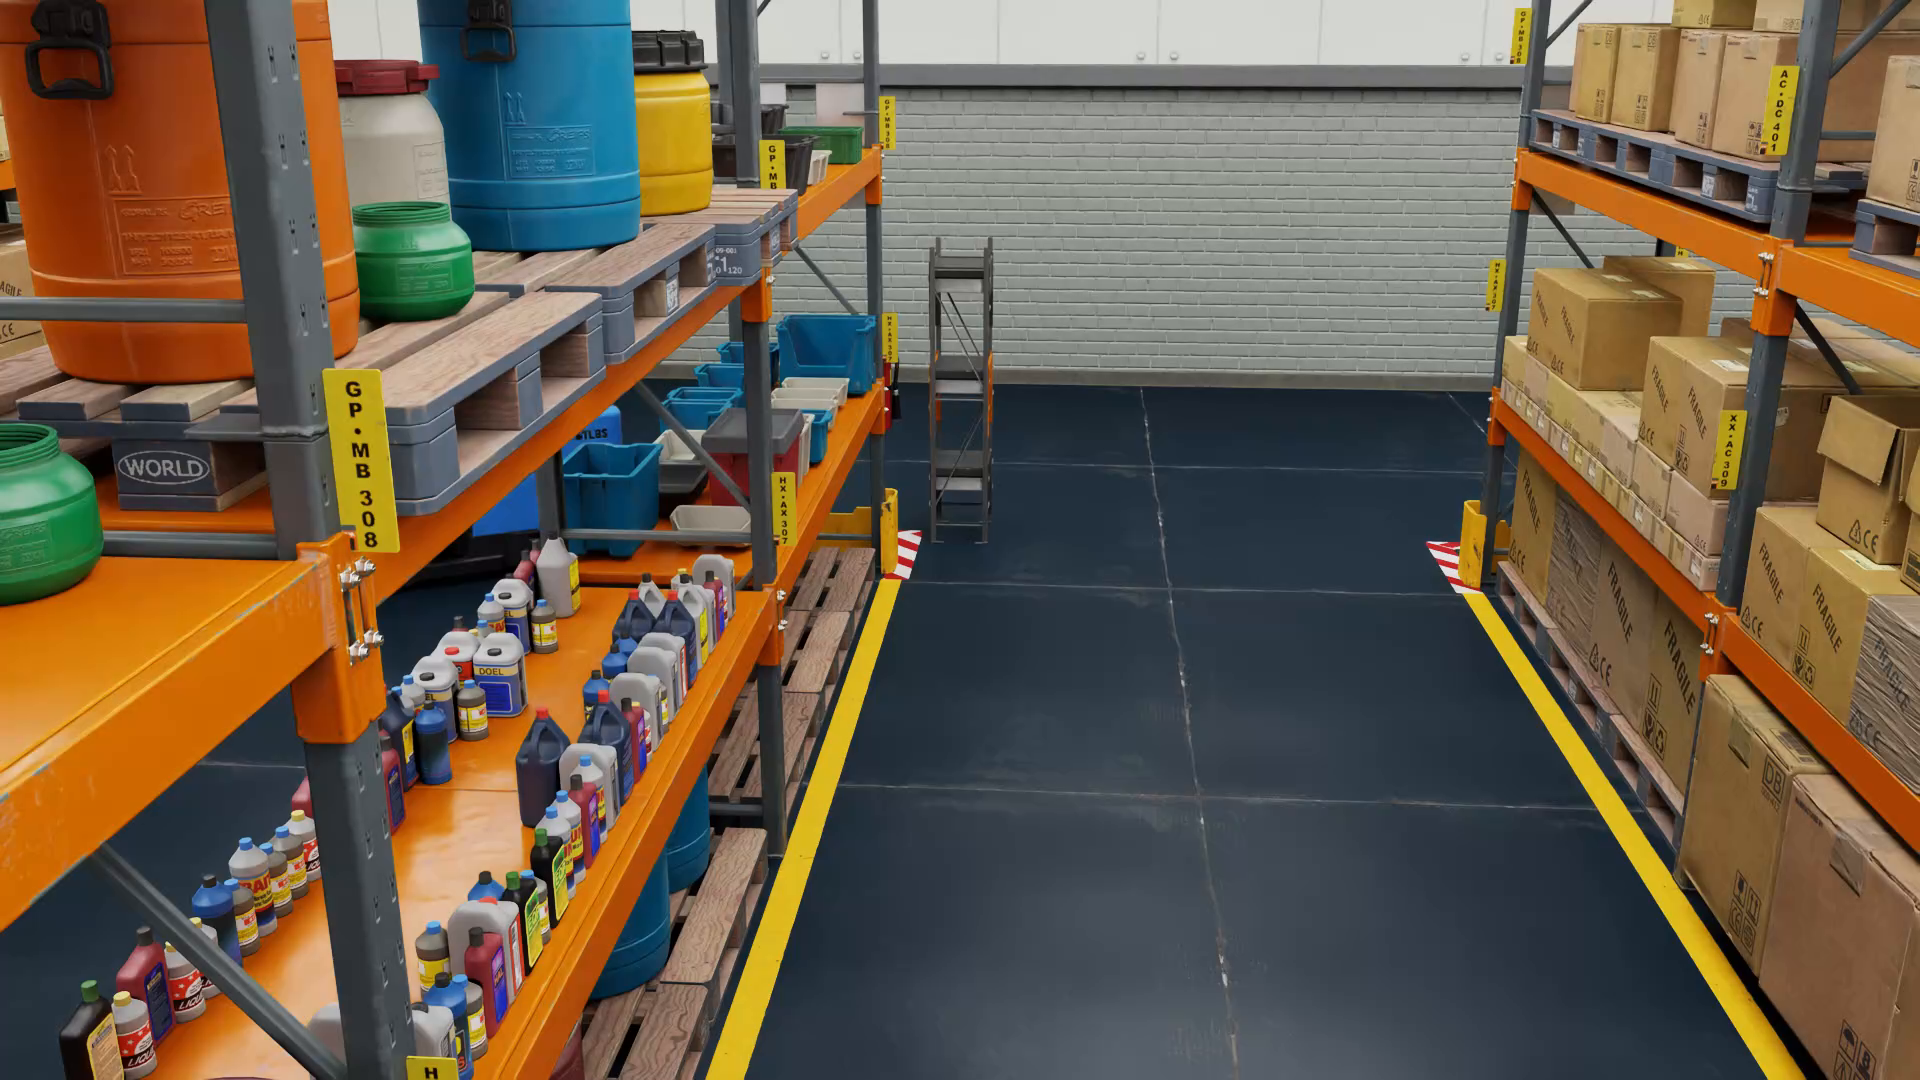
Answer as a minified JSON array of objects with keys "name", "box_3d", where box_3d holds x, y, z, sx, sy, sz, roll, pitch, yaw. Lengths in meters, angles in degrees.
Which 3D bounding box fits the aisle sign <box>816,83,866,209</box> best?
[{"name":"aisle sign","box_3d":[-0.709,-2.504,10.574,0.394,0.787,0.004,1,18,4]}]

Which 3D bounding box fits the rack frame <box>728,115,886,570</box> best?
[{"name":"rack frame","box_3d":[-1.007,-1.253,10.931,1.000,3.000,0.127,1,18,4]}]

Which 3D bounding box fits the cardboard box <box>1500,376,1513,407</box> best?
[{"name":"cardboard box","box_3d":[3.579,-0.920,10.318,0.380,0.149,0.250,1,18,5]}]

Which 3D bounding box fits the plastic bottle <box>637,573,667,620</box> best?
[{"name":"plastic bottle","box_3d":[-1.177,0.302,6.263,0.144,0.351,0.185,1,18,4]}]

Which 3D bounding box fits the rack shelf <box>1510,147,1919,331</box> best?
[{"name":"rack shelf","box_3d":[3.790,-1.605,8.342,1.077,0.370,4.000,1,18,4]}]

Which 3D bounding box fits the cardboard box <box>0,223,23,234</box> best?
[{"name":"cardboard box","box_3d":[-6.242,-1.756,10.698,0.500,0.500,0.500,2,18,6]}]

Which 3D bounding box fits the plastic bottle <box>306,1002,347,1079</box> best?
[{"name":"plastic bottle","box_3d":[-1.379,1.160,3.766,0.152,0.276,0.135,1,18,4]}]

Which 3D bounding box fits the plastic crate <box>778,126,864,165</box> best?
[{"name":"plastic crate","box_3d":[-0.793,-2.265,9.542,0.450,0.188,0.336,1,18,4]}]

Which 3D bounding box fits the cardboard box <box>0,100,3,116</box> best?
[{"name":"cardboard box","box_3d":[-5.765,-2.636,9.772,0.500,0.250,0.500,1,18,4]}]

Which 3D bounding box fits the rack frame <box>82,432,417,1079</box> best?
[{"name":"rack frame","box_3d":[-1.580,1.231,3.348,1.000,3.000,0.127,1,18,4]}]

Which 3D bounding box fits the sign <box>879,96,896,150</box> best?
[{"name":"sign","box_3d":[-0.457,-2.622,10.458,0.100,0.325,0.005,1,18,4]}]

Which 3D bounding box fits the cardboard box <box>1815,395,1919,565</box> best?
[{"name":"cardboard box","box_3d":[3.609,-0.226,6.024,0.797,0.503,0.637,1,18,2]}]

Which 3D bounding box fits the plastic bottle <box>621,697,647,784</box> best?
[{"name":"plastic bottle","box_3d":[-1.059,0.631,5.368,0.061,0.283,0.133,1,18,4]}]

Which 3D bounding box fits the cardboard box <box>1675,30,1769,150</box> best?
[{"name":"cardboard box","box_3d":[3.686,-2.032,7.494,0.700,0.500,0.500,2,18,7]}]

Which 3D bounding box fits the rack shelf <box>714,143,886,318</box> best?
[{"name":"rack shelf","box_3d":[-1.150,-1.716,8.680,1.077,0.370,4.000,1,18,4]}]

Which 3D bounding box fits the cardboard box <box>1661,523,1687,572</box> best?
[{"name":"cardboard box","box_3d":[3.360,0.037,7.397,0.380,0.149,0.250,2,18,5]}]

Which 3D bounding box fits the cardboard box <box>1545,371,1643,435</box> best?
[{"name":"cardboard box","box_3d":[3.559,-0.752,9.164,0.500,0.250,0.500,1,18,2]}]

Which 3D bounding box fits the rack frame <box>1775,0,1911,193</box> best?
[{"name":"rack frame","box_3d":[3.647,-2.751,5.868,1.000,3.000,0.127,1,18,4]}]

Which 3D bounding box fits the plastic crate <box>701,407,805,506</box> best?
[{"name":"plastic crate","box_3d":[-0.979,-0.342,7.949,0.402,0.464,0.583,1,18,4]}]

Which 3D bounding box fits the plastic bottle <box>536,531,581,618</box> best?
[{"name":"plastic bottle","box_3d":[-1.645,0.127,6.797,0.144,0.351,0.185,1,18,4]}]

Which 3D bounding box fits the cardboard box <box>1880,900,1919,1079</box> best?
[{"name":"cardboard box","box_3d":[3.502,1.661,4.773,1.225,0.875,0.875,1,18,4]}]

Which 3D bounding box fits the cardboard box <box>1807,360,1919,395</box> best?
[{"name":"cardboard box","box_3d":[3.936,-0.470,7.099,0.500,0.500,0.500,1,18,4]}]

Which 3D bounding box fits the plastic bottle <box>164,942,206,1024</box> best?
[{"name":"plastic bottle","box_3d":[-1.934,1.083,4.118,0.097,0.201,0.097,0,18,0]}]

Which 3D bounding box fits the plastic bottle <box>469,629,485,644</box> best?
[{"name":"plastic bottle","box_3d":[-1.783,0.428,6.118,0.097,0.201,0.097,0,18,0]}]

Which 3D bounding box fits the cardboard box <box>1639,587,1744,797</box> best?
[{"name":"cardboard box","box_3d":[3.774,0.707,7.687,0.875,0.875,0.875,1,18,4]}]

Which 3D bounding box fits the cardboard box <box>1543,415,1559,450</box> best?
[{"name":"cardboard box","box_3d":[3.507,-0.601,9.344,0.380,0.149,0.250,1,18,3]}]

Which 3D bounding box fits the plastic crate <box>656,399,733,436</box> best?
[{"name":"plastic crate","box_3d":[-1.469,-0.631,9.203,0.416,0.233,0.300,1,18,4]}]

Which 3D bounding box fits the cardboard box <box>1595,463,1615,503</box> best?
[{"name":"cardboard box","box_3d":[3.434,-0.282,8.370,0.380,0.149,0.250,1,18,3]}]

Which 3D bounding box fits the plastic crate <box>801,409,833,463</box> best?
[{"name":"plastic crate","box_3d":[-0.898,-0.559,8.983,0.416,0.233,0.300,1,18,4]}]

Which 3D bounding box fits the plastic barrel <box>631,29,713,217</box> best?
[{"name":"plastic barrel","box_3d":[-1.157,-1.437,5.699,0.600,0.588,0.600,0,18,0]}]

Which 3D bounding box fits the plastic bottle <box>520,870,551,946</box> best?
[{"name":"plastic bottle","box_3d":[-1.149,0.978,4.440,0.097,0.201,0.097,0,18,0]}]

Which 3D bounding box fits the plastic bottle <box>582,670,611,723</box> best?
[{"name":"plastic bottle","box_3d":[-1.214,0.567,5.583,0.097,0.271,0.097,0,18,0]}]

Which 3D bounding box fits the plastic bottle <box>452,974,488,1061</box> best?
[{"name":"plastic bottle","box_3d":[-1.184,1.133,3.967,0.097,0.201,0.097,0,18,0]}]

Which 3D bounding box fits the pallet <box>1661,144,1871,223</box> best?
[{"name":"pallet","box_3d":[3.716,-1.538,7.123,1.003,0.211,1.213,1,18,4]}]

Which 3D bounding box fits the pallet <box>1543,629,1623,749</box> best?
[{"name":"pallet","box_3d":[3.864,0.810,9.111,1.003,0.211,1.213,1,18,4]}]

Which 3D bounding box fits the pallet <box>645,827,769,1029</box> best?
[{"name":"pallet","box_3d":[-1.390,1.553,6.845,1.003,0.211,1.213,1,18,4]}]

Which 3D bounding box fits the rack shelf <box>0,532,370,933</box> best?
[{"name":"rack shelf","box_3d":[-1.724,0.769,1.097,1.077,0.370,4.000,1,18,4]}]

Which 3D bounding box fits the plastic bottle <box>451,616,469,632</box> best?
[{"name":"plastic bottle","box_3d":[-1.809,0.425,5.997,0.061,0.283,0.133,1,18,4]}]

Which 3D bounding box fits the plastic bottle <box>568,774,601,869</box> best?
[{"name":"plastic bottle","box_3d":[-1.099,0.802,4.846,0.061,0.283,0.133,1,18,4]}]

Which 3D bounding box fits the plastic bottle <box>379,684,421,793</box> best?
[{"name":"plastic bottle","box_3d":[-1.819,0.617,5.301,0.144,0.351,0.185,1,18,4]}]

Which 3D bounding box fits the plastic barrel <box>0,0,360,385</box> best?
[{"name":"plastic barrel","box_3d":[-1.537,-0.774,3.286,0.600,0.830,0.708,1,18,4]}]

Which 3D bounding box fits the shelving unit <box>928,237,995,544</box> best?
[{"name":"shelving unit","box_3d":[0.012,-1.049,11.753,0.431,2.100,0.503,1,18,4]}]

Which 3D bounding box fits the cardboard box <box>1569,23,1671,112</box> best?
[{"name":"cardboard box","box_3d":[3.950,-2.700,9.533,0.700,0.500,0.500,0,18,1]}]

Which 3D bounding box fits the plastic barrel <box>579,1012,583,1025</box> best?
[{"name":"plastic barrel","box_3d":[-1.530,1.534,5.746,0.421,0.512,0.421,0,18,0]}]

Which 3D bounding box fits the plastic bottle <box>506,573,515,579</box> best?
[{"name":"plastic bottle","box_3d":[-1.752,0.262,6.511,0.097,0.271,0.097,0,18,0]}]

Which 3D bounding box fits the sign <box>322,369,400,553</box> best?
[{"name":"sign","box_3d":[-1.031,-0.134,2.866,0.100,0.325,0.005,1,18,4]}]

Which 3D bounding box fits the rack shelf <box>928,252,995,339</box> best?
[{"name":"rack shelf","box_3d":[0.012,-1.701,11.539,0.431,0.518,0.480,1,18,4]}]

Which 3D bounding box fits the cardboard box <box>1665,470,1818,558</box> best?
[{"name":"cardboard box","box_3d":[3.417,-0.113,7.215,0.500,0.250,0.500,1,18,3]}]

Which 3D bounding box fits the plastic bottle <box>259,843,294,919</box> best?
[{"name":"plastic bottle","box_3d":[-1.899,0.932,4.579,0.097,0.201,0.097,0,18,0]}]

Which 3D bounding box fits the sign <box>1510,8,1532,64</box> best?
[{"name":"sign","box_3d":[3.380,-3.035,10.021,0.100,0.325,0.005,1,18,4]}]

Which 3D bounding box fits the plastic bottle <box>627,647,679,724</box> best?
[{"name":"plastic bottle","box_3d":[-1.071,0.489,5.811,0.152,0.276,0.135,1,18,4]}]

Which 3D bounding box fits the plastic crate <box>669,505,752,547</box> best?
[{"name":"plastic crate","box_3d":[-1.118,-0.056,7.602,0.396,0.136,0.243,1,18,4]}]

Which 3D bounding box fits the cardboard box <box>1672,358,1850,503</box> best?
[{"name":"cardboard box","box_3d":[3.413,-0.476,7.116,0.500,0.500,0.500,2,18,5]}]

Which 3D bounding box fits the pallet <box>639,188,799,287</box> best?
[{"name":"pallet","box_3d":[-1.252,-1.101,5.952,1.213,0.211,1.003,1,18,4]}]

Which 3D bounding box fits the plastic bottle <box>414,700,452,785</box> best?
[{"name":"plastic bottle","box_3d":[-1.696,0.644,5.347,0.097,0.271,0.097,0,18,0]}]

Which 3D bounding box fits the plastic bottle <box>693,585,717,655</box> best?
[{"name":"plastic bottle","box_3d":[-1.026,0.291,6.417,0.152,0.276,0.135,1,18,4]}]

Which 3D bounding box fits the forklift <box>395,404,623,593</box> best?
[{"name":"forklift","box_3d":[-3.843,-1.207,10.899,3.031,2.935,1.130,-8,20,-23]}]
